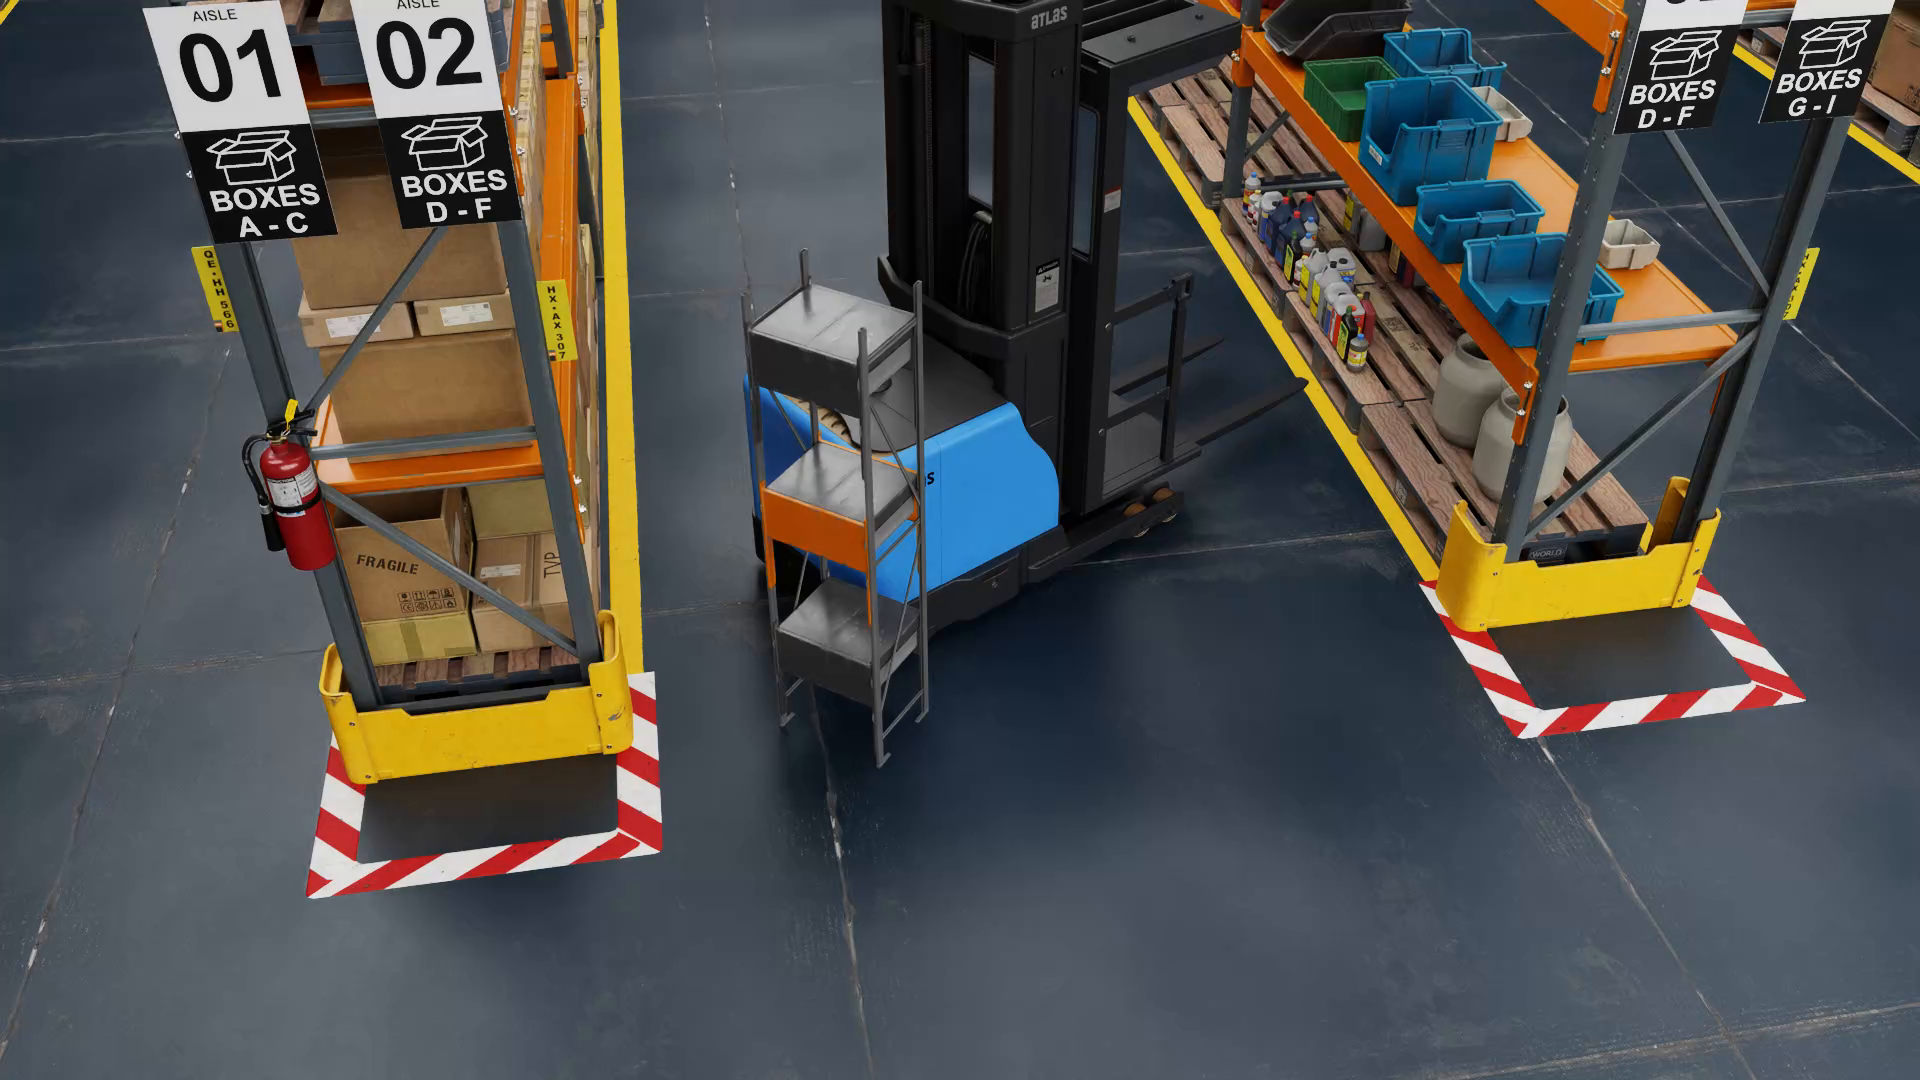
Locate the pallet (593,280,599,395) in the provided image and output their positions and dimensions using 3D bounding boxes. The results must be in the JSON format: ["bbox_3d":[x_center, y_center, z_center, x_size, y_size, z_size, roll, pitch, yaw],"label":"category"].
[{"bbox_3d":[-2.589,-1.182,9.499,1.003,0.211,1.213,-6,38,-8],"label":"pallet"}]

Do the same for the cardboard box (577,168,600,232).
[{"bbox_3d":[-2.514,-2.118,10.331,0.500,0.250,0.500,-7,38,-9],"label":"cardboard box"}]

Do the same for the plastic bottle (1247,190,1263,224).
[{"bbox_3d":[1.832,-2.066,10.287,0.097,0.201,0.097,0,38,0],"label":"plastic bottle"}]

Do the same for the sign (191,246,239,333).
[{"bbox_3d":[-2.522,-0.853,5.666,0.100,0.325,0.005,-6,38,-8],"label":"sign"}]

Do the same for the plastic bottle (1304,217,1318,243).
[{"bbox_3d":[2.068,-1.788,9.872,0.097,0.271,0.097,0,38,0],"label":"plastic bottle"}]

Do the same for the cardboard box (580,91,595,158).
[{"bbox_3d":[-2.597,-2.649,10.556,0.500,0.311,0.500,-7,38,-8],"label":"cardboard box"}]

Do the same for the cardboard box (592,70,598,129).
[{"bbox_3d":[-2.784,-3.047,11.526,0.500,0.250,0.500,-6,38,-7],"label":"cardboard box"}]

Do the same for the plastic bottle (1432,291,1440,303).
[{"bbox_3d":[2.767,-1.497,9.498,0.097,0.271,0.097,0,38,0],"label":"plastic bottle"}]

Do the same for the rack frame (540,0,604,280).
[{"bbox_3d":[-2.687,-2.768,9.268,1.000,3.000,0.127,-6,38,-8],"label":"rack frame"}]

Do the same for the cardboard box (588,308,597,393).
[{"bbox_3d":[-2.210,-0.988,8.876,0.500,0.250,0.500,-6,38,-8],"label":"cardboard box"}]

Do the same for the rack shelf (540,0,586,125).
[{"bbox_3d":[-3.038,-3.692,11.044,1.077,0.370,4.000,-6,38,-8],"label":"rack shelf"}]

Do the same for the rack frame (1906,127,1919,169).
[{"bbox_3d":[7.067,-3.831,10.637,1.000,3.000,0.127,-6,38,-8],"label":"rack frame"}]

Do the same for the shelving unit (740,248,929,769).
[{"bbox_3d":[-0.453,-0.060,6.516,0.503,2.100,0.431,19,42,23],"label":"shelving unit"}]

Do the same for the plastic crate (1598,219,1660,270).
[{"bbox_3d":[3.051,-1.354,7.662,0.298,0.136,0.250,-6,38,-8],"label":"plastic crate"}]

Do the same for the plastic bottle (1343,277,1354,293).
[{"bbox_3d":[2.175,-1.391,9.418,0.097,0.201,0.097,0,38,0],"label":"plastic bottle"}]

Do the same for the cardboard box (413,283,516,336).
[{"bbox_3d":[-1.843,-0.908,6.263,0.380,0.149,0.250,-6,38,-8],"label":"cardboard box"}]

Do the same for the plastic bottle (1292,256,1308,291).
[{"bbox_3d":[1.983,-1.548,9.619,0.097,0.201,0.097,0,38,0],"label":"plastic bottle"}]

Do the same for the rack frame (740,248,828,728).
[{"bbox_3d":[-0.665,-0.135,6.612,0.015,2.100,0.400,19,42,23],"label":"rack frame"}]

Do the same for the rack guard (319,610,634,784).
[{"bbox_3d":[-1.981,0.649,6.906,1.175,0.500,0.348,-6,38,-8],"label":"rack guard"}]

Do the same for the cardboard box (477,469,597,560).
[{"bbox_3d":[-1.952,-0.082,7.709,0.500,0.250,0.500,-6,38,-8],"label":"cardboard box"}]

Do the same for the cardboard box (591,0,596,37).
[{"bbox_3d":[-3.056,-3.973,12.717,0.500,0.250,0.500,-5,38,-7],"label":"cardboard box"}]

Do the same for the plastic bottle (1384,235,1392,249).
[{"bbox_3d":[2.621,-1.952,10.019,0.144,0.351,0.185,-8,39,-10],"label":"plastic bottle"}]

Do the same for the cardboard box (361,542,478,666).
[{"bbox_3d":[-2.371,0.276,7.249,0.500,0.250,0.500,-6,38,-8],"label":"cardboard box"}]

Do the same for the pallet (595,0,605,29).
[{"bbox_3d":[-3.482,-4.538,13.819,1.003,0.211,1.213,-6,38,-8],"label":"pallet"}]

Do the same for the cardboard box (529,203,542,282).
[{"bbox_3d":[-2.233,-1.292,7.287,0.700,0.500,0.500,-6,38,-8],"label":"cardboard box"}]

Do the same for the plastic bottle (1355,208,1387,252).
[{"bbox_3d":[2.479,-1.892,10.002,0.152,0.276,0.135,-6,38,-8],"label":"plastic bottle"}]

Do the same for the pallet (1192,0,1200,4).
[{"bbox_3d":[1.587,-4.141,13.309,1.003,0.211,1.213,-6,38,-8],"label":"pallet"}]

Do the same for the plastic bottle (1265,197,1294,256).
[{"bbox_3d":[1.923,-1.894,9.944,0.144,0.351,0.185,-5,38,-7],"label":"plastic bottle"}]

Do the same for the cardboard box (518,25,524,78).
[{"bbox_3d":[-2.426,-2.445,7.713,0.700,0.500,0.500,-6,38,-8],"label":"cardboard box"}]

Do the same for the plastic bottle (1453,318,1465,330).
[{"bbox_3d":[2.820,-1.315,9.262,0.097,0.271,0.097,0,38,0],"label":"plastic bottle"}]

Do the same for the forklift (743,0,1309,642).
[{"bbox_3d":[0.483,-1.399,7.562,3.031,2.935,1.130,-27,45,-30],"label":"forklift"}]

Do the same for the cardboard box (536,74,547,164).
[{"bbox_3d":[-2.504,-2.222,8.484,0.700,0.500,0.500,-7,38,-8],"label":"cardboard box"}]

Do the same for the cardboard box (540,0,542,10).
[{"bbox_3d":[-2.428,-2.923,8.857,0.380,0.149,0.250,-6,38,-8],"label":"cardboard box"}]

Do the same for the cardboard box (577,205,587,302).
[{"bbox_3d":[-2.314,-1.584,9.032,0.500,0.500,0.500,-6,38,-8],"label":"cardboard box"}]

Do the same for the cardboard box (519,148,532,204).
[{"bbox_3d":[-2.025,-1.531,7.066,0.380,0.149,0.250,-7,38,-9],"label":"cardboard box"}]

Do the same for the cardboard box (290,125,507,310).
[{"bbox_3d":[-2.064,-1.219,6.135,0.700,0.500,0.500,-6,38,-8],"label":"cardboard box"}]

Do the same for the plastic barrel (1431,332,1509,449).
[{"bbox_3d":[2.613,-0.758,8.366,0.421,0.512,0.421,0,38,0],"label":"plastic barrel"}]

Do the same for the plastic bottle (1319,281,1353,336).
[{"bbox_3d":[2.096,-1.282,9.217,0.152,0.276,0.135,-7,38,-9],"label":"plastic bottle"}]

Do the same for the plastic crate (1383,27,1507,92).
[{"bbox_3d":[2.652,-2.601,9.174,0.499,0.251,0.616,-6,38,-8],"label":"plastic crate"}]

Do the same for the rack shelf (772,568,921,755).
[{"bbox_3d":[-0.453,0.503,6.954,0.480,0.518,0.431,19,42,23],"label":"rack shelf"}]

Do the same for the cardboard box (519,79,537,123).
[{"bbox_3d":[-2.158,-1.995,7.663,0.380,0.149,0.250,-5,38,-6],"label":"cardboard box"}]

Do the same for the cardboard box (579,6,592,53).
[{"bbox_3d":[-2.871,-3.577,11.752,0.500,0.311,0.500,-6,38,-8],"label":"cardboard box"}]

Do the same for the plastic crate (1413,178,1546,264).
[{"bbox_3d":[2.401,-1.487,7.740,0.499,0.251,0.408,-6,38,-8],"label":"plastic crate"}]

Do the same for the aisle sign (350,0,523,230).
[{"bbox_3d":[-1.673,-1.372,5.352,0.394,0.787,0.004,-6,38,-8],"label":"aisle sign"}]

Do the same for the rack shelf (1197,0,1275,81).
[{"bbox_3d":[1.840,-4.223,11.727,1.077,0.370,4.000,-6,38,-8],"label":"rack shelf"}]

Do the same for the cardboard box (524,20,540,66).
[{"bbox_3d":[-2.292,-2.457,8.257,0.380,0.149,0.250,-6,38,-8],"label":"cardboard box"}]

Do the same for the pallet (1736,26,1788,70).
[{"bbox_3d":[6.711,-3.939,13.048,1.003,0.211,1.213,-6,38,-8],"label":"pallet"}]

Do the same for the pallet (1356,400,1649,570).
[{"bbox_3d":[2.695,-0.314,8.382,1.003,0.211,1.213,-6,38,-8],"label":"pallet"}]

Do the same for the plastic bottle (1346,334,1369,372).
[{"bbox_3d":[2.138,-1.013,8.932,0.097,0.201,0.097,0,38,0],"label":"plastic bottle"}]

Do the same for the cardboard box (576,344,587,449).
[{"bbox_3d":[-2.051,-0.679,7.866,0.500,0.500,0.500,-6,38,-8],"label":"cardboard box"}]

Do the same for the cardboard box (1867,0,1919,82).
[{"bbox_3d":[6.915,-3.681,12.122,0.700,0.500,0.500,-6,38,-8],"label":"cardboard box"}]
